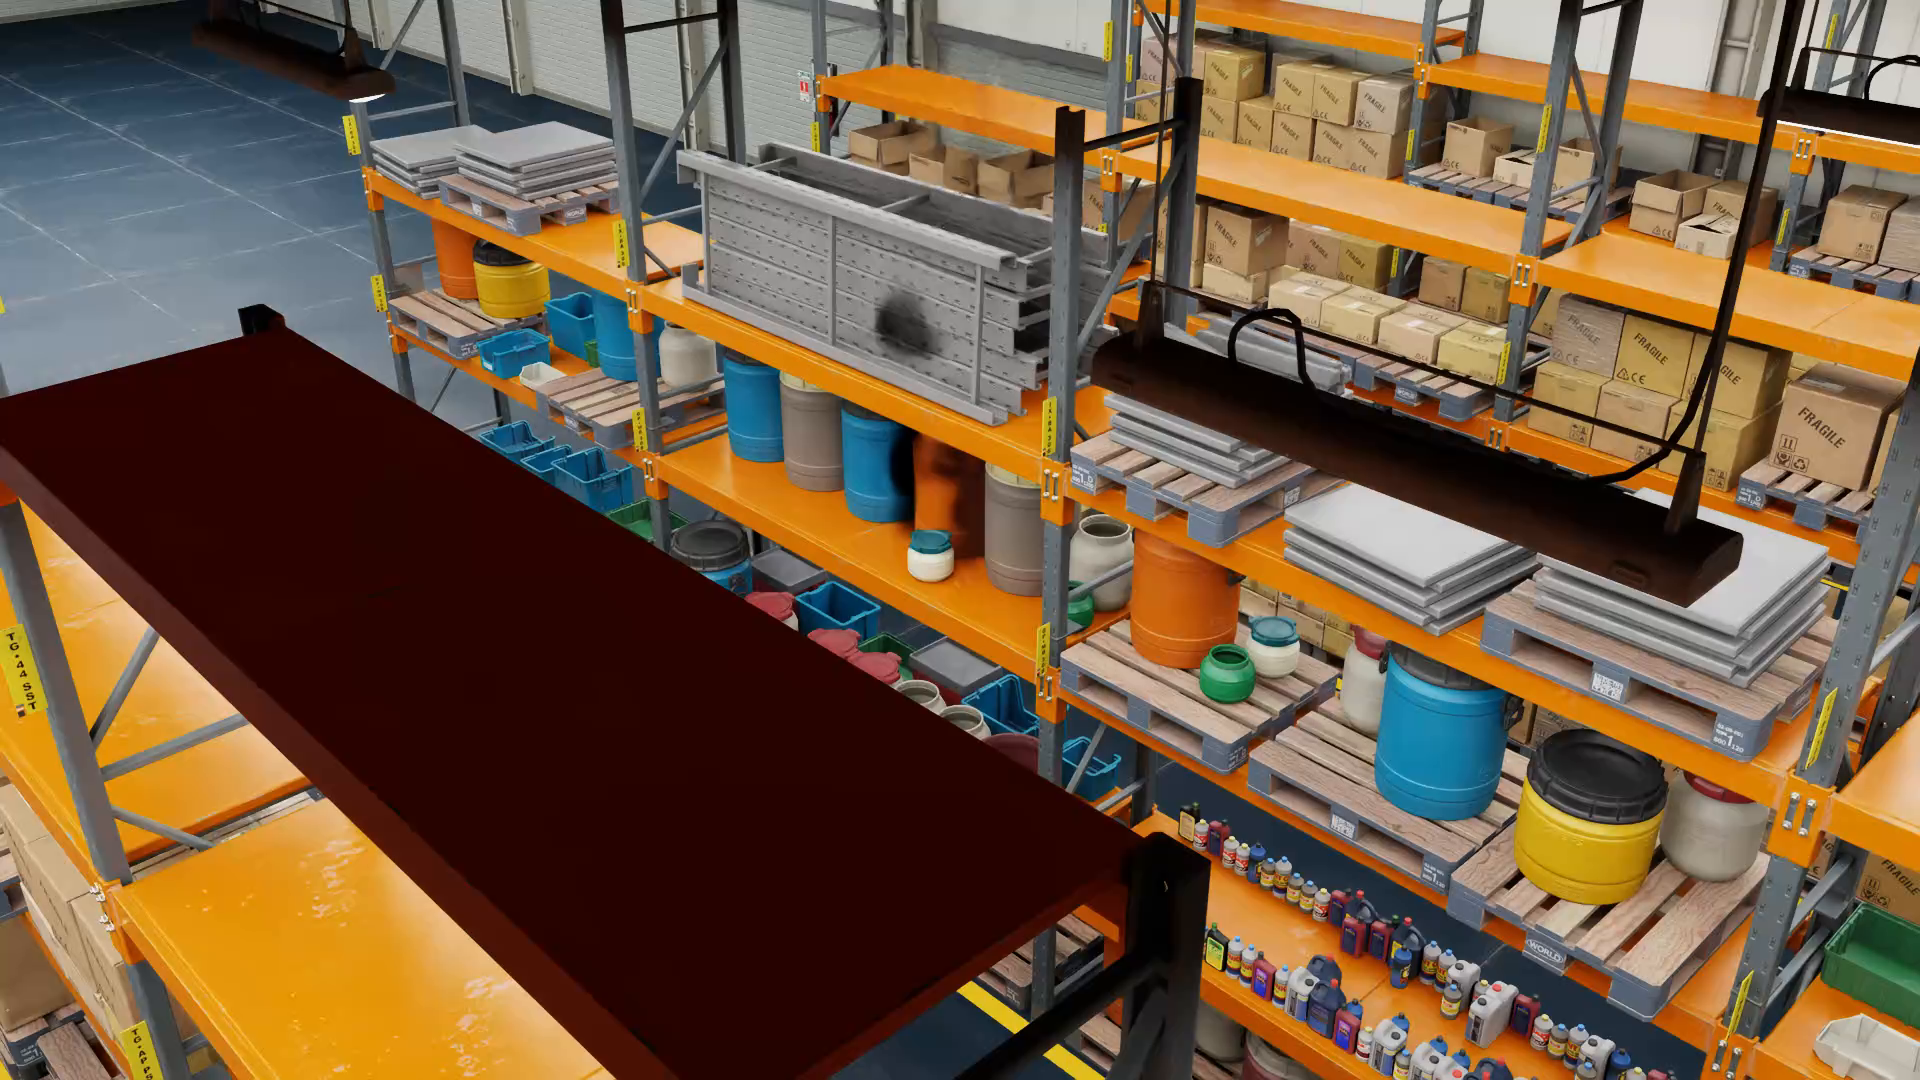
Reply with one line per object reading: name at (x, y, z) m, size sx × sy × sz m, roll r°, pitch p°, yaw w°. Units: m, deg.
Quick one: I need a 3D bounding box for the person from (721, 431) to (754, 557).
person at (-2.105, -0.362, 15.765) m, size 0.602 × 1.647 × 0.571 m, roll -23°, pitch 36°, yaw -36°
